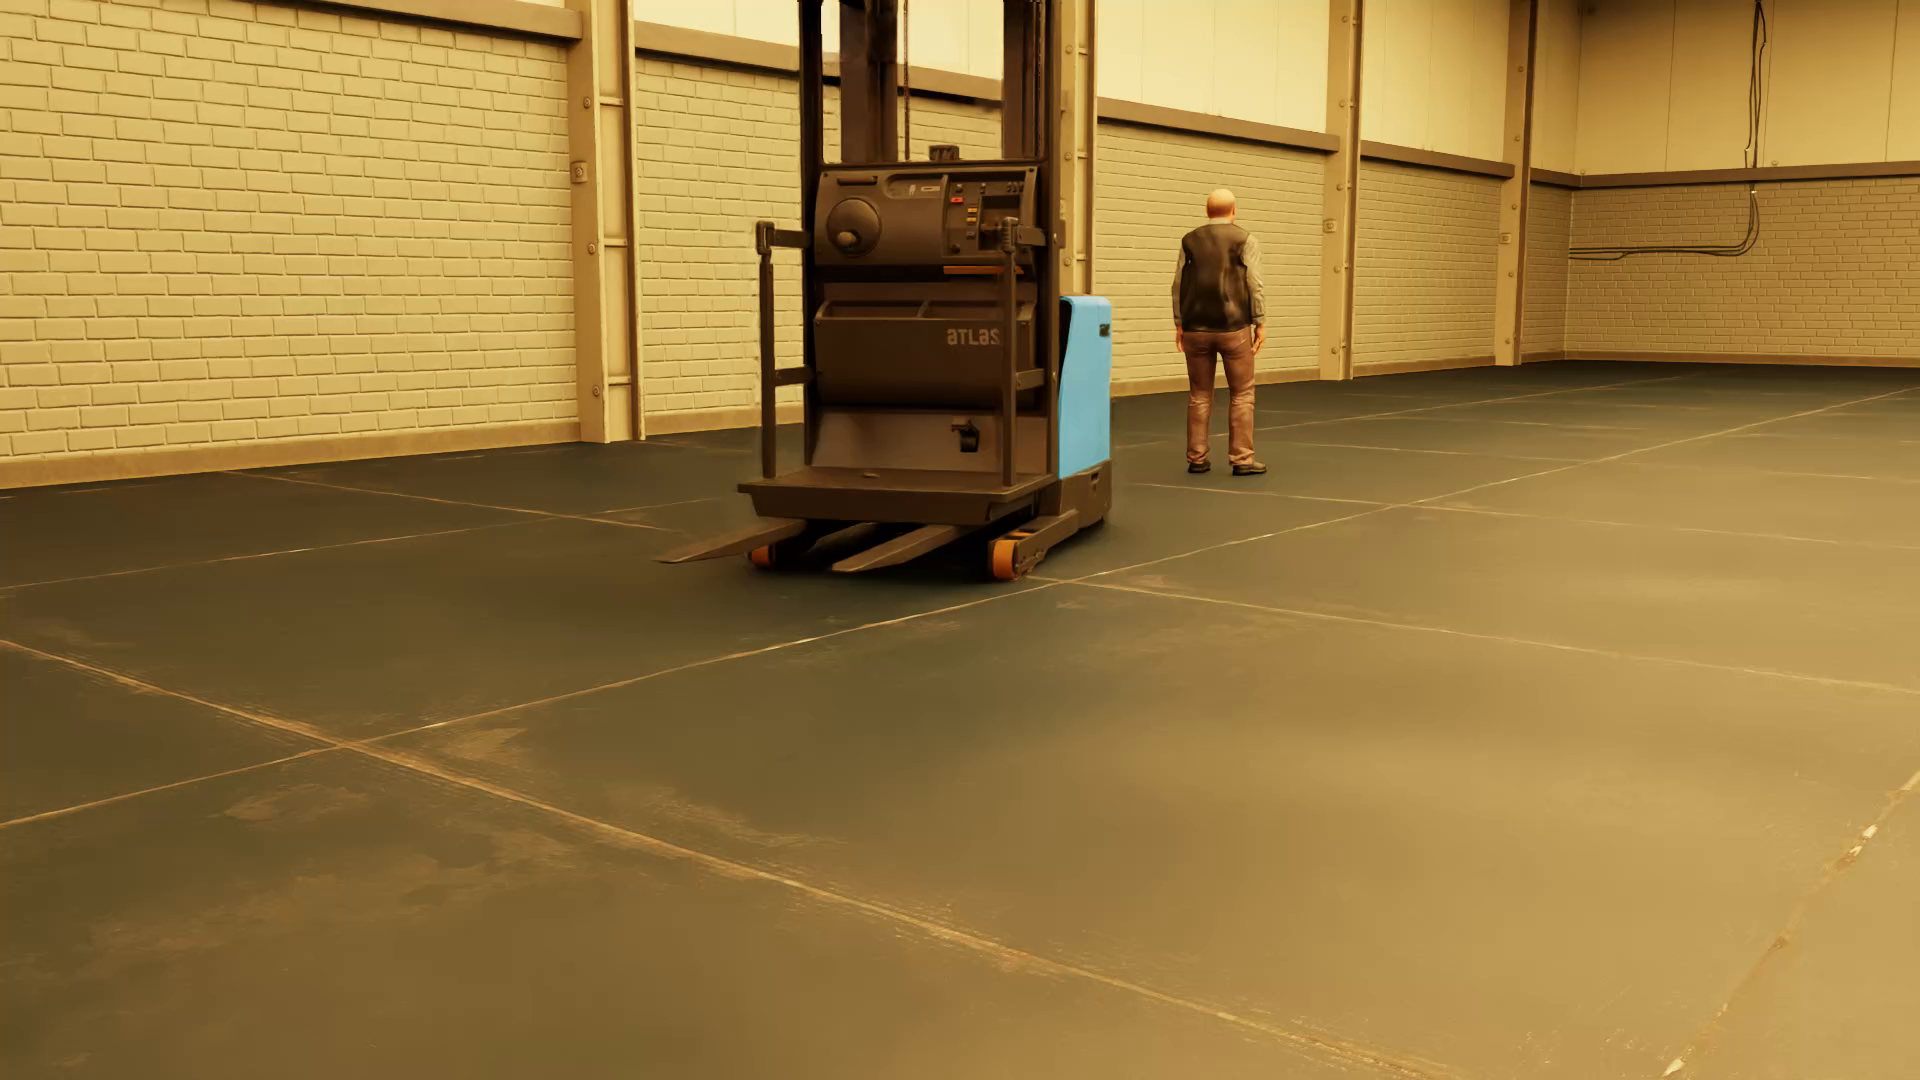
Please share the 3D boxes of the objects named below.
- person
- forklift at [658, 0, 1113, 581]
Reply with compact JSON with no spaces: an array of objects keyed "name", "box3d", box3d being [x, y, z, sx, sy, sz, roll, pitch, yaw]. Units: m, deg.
[{"name":"person","box3d":[1.568,-1.263,10.104,0.580,1.719,0.426,4,9,27]},{"name":"forklift","box3d":[-0.206,-1.356,6.548,1.130,2.935,3.031,3,9,17]}]
